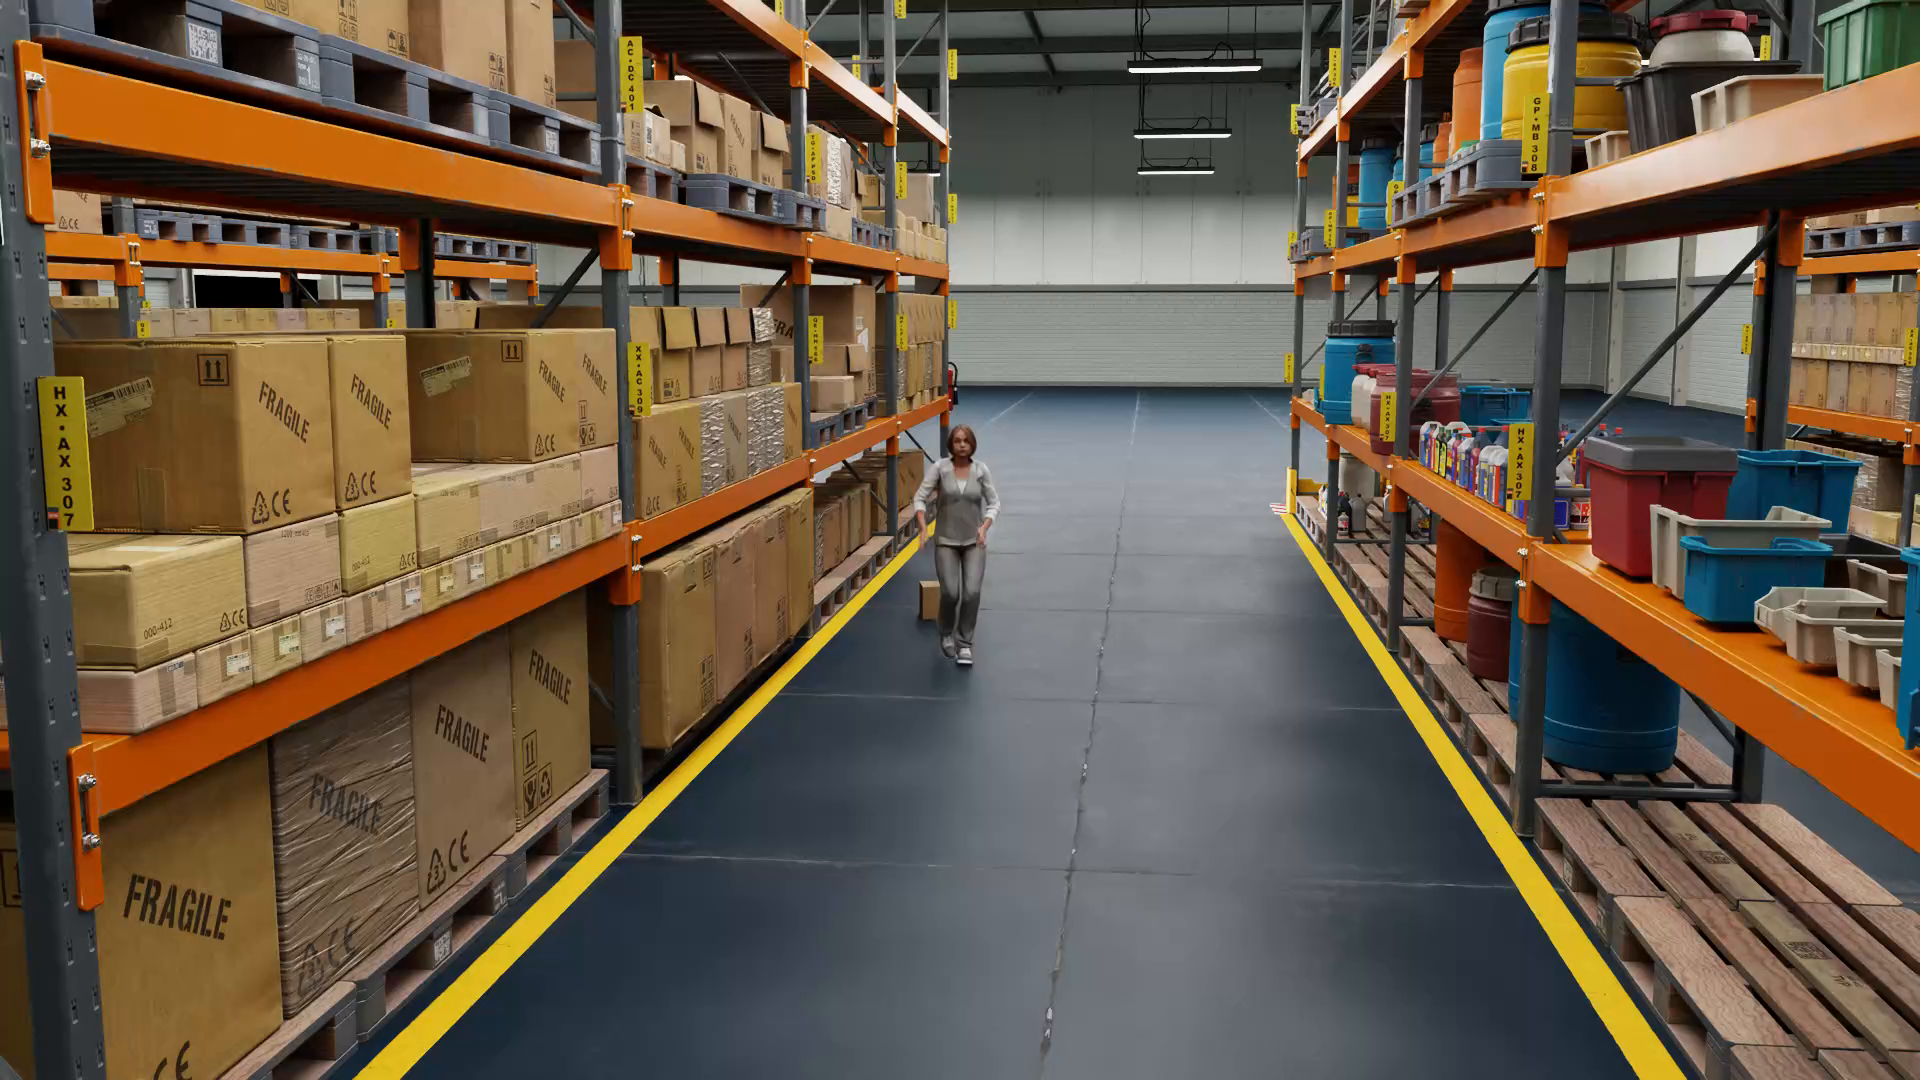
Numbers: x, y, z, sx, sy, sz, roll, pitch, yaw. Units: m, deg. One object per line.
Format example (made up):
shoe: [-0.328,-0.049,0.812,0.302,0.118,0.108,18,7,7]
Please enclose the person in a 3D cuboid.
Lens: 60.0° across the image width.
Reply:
person: [-0.012,0.033,10.774,0.567,1.567,0.491,-1,8,-6]
